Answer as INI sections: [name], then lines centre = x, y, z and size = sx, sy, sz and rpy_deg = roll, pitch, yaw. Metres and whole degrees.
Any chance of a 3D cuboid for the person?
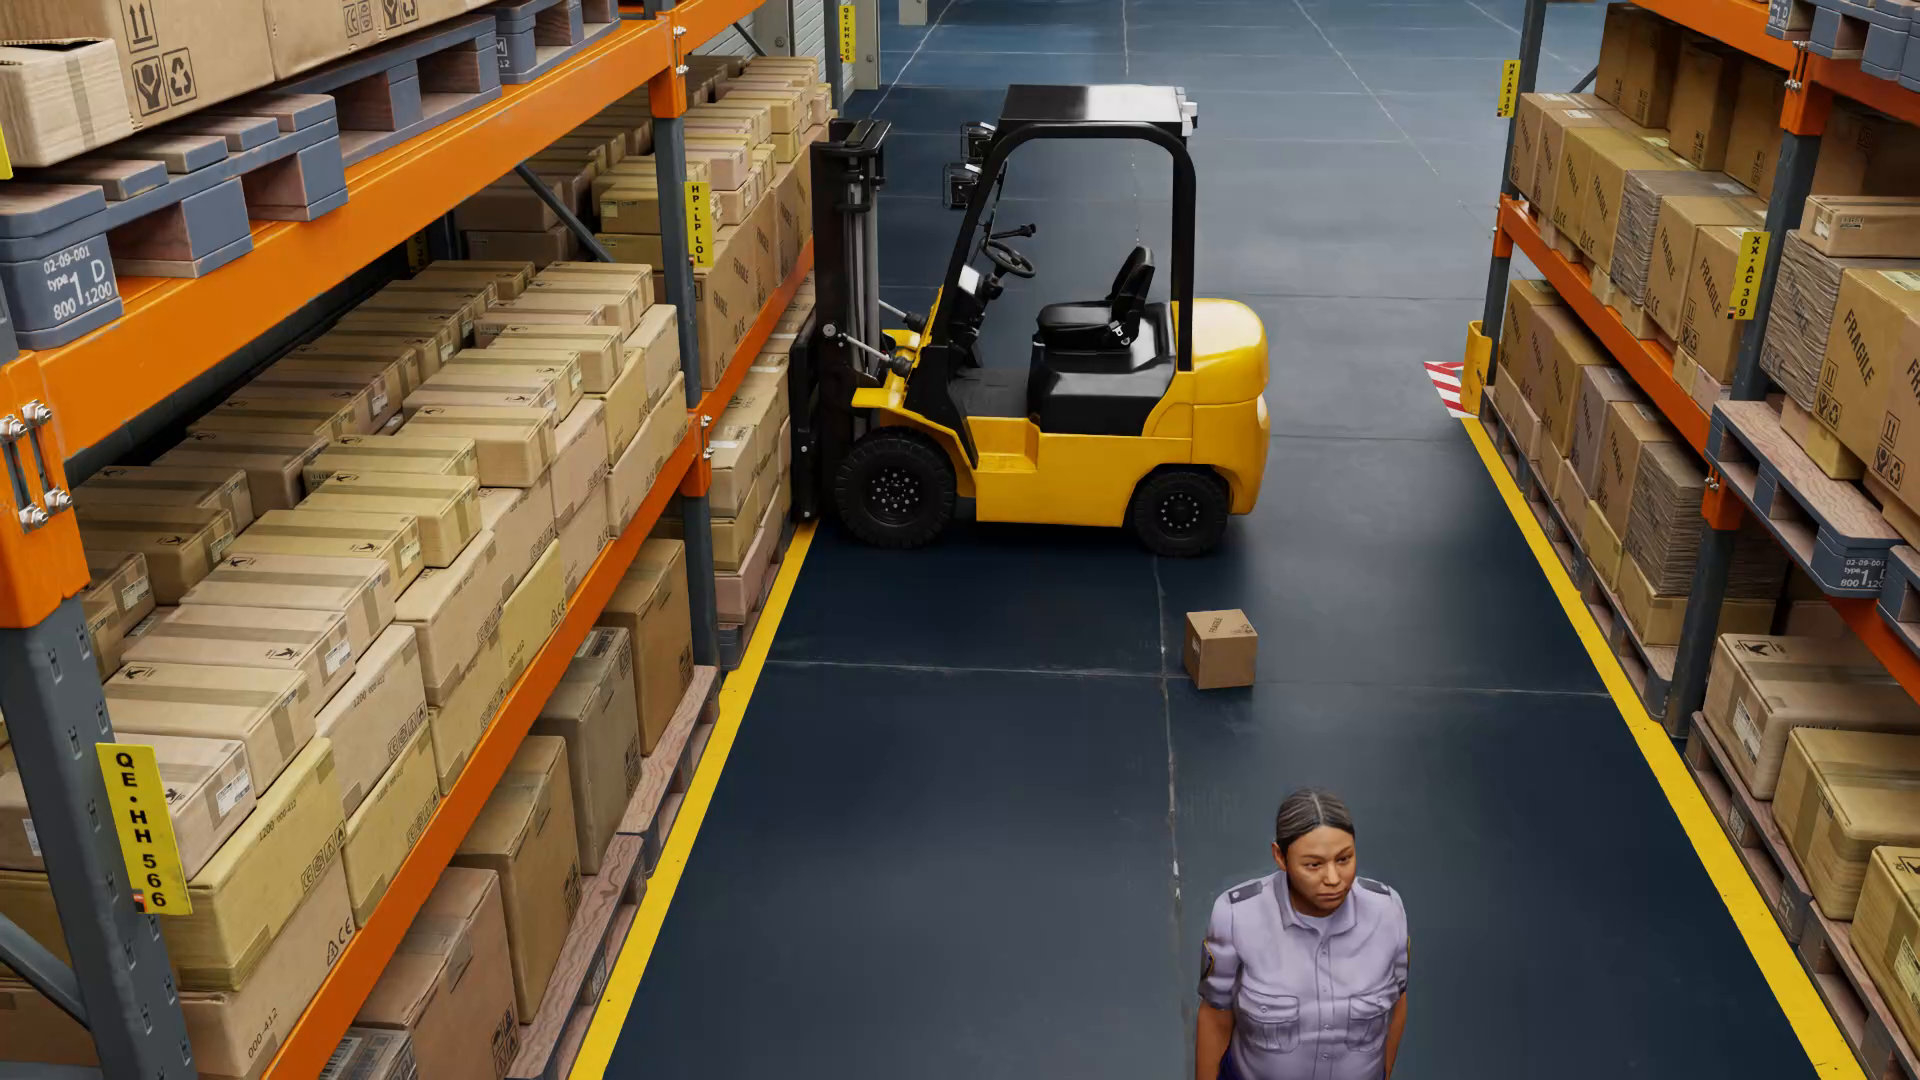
[person]
centre = 0.761, 1.293, 3.755
size = 0.477, 1.639, 0.465
rpy_deg = 0, 25, 1
